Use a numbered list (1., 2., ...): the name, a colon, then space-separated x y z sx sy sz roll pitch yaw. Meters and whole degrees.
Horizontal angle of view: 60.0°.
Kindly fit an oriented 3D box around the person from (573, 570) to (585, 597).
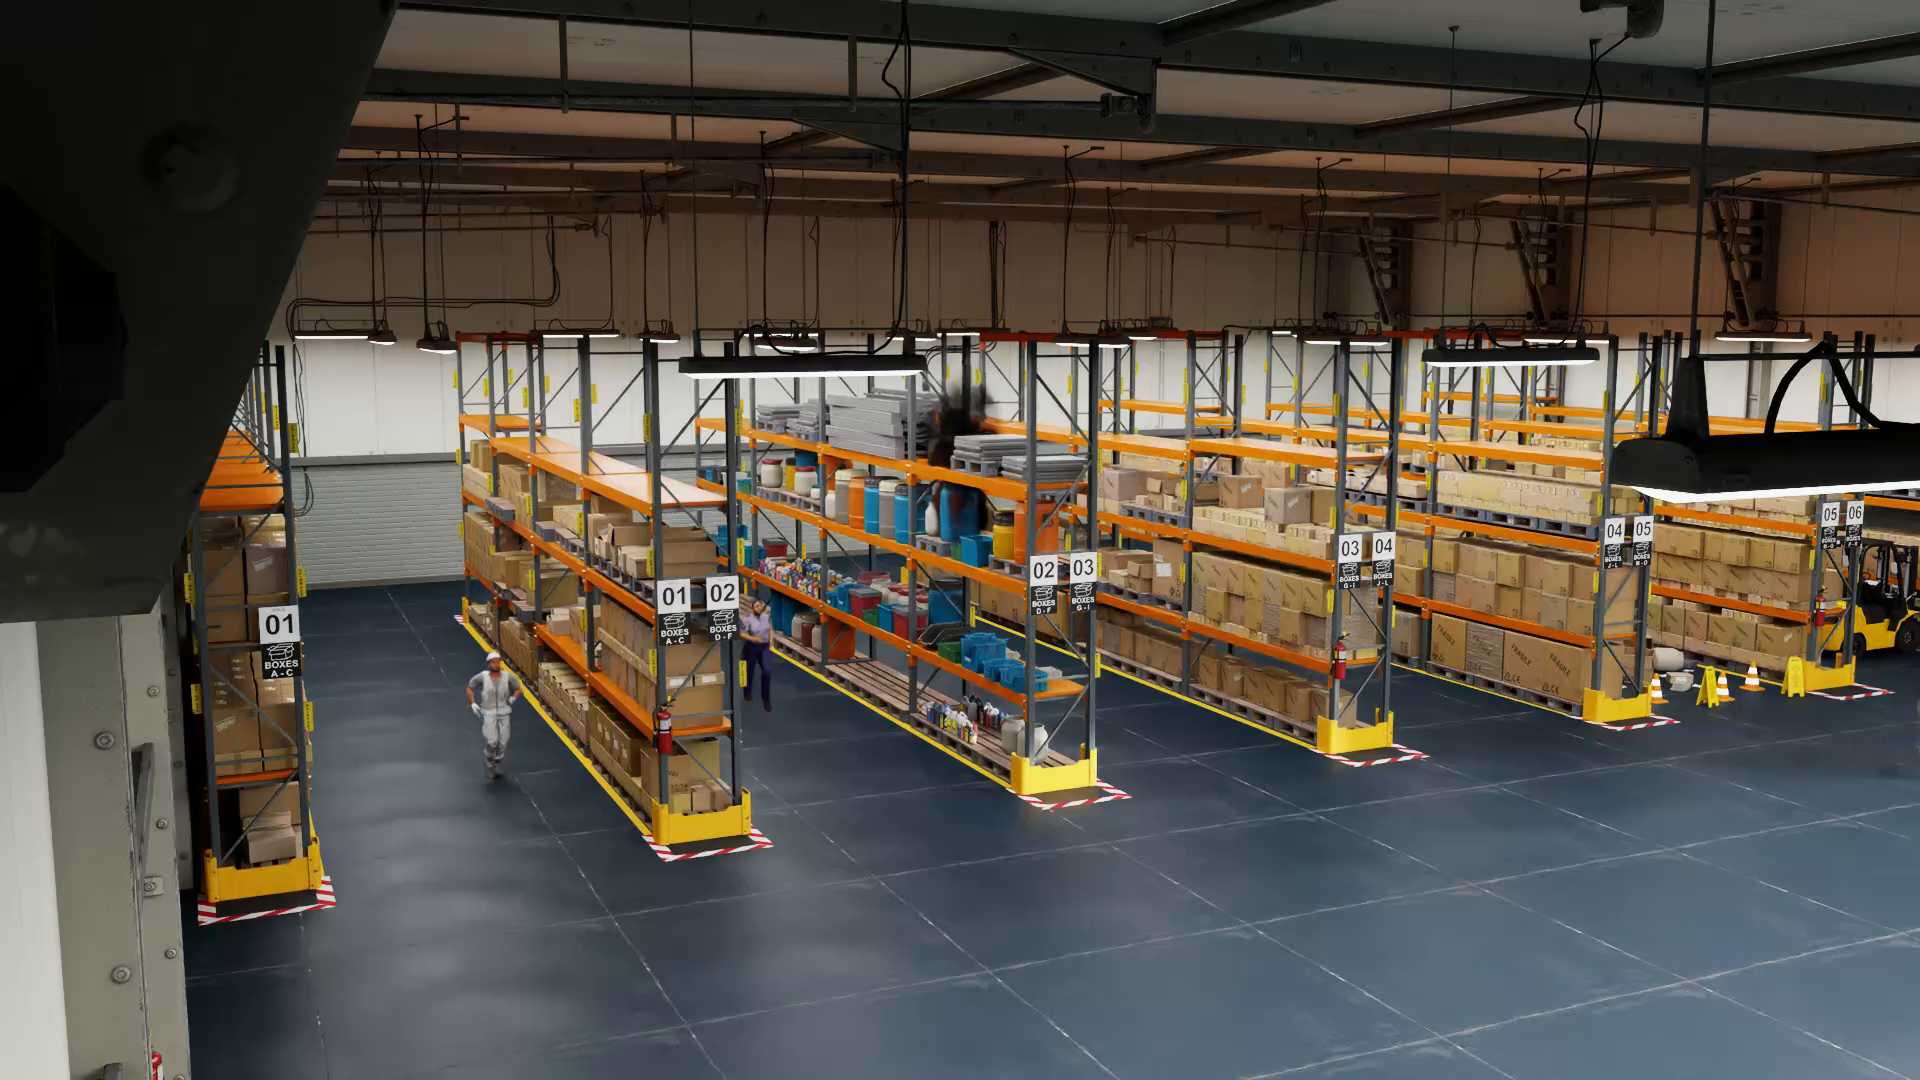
1. person: -8.215 0.749 35.434 0.917 1.650 0.609 6 10 37

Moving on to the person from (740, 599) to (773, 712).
1. person: -3.148 1.796 25.945 0.617 1.779 0.702 -4 9 -30

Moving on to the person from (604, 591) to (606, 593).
1. person: -6.924 1.050 33.275 0.601 1.646 0.584 -5 9 -32

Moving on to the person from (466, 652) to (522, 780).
1. person: -6.317 2.398 22.687 0.719 1.767 0.590 -4 9 -25
